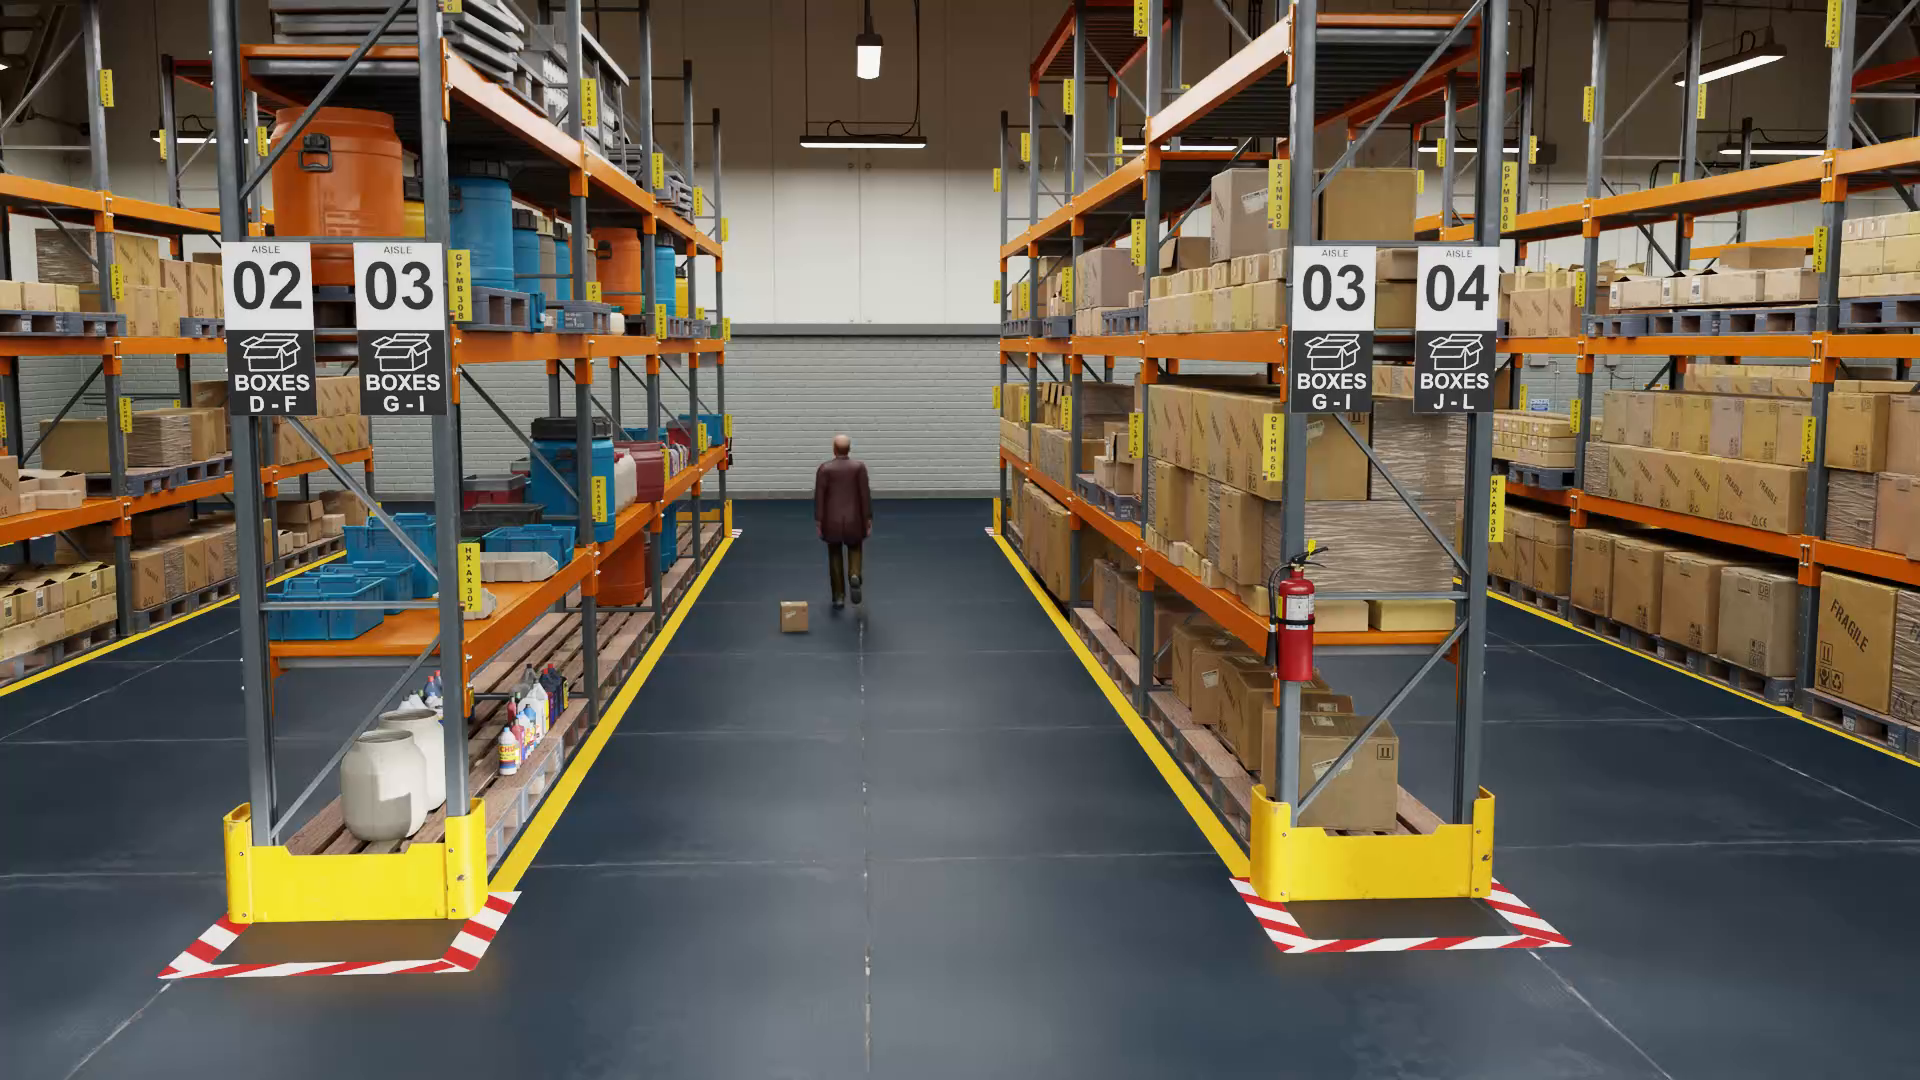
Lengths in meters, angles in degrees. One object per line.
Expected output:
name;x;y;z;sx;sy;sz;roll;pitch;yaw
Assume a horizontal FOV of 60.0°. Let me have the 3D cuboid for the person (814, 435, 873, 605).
person;-1.213;-0.212;17.330;0.608;1.769;0.559;-1;7;-11
